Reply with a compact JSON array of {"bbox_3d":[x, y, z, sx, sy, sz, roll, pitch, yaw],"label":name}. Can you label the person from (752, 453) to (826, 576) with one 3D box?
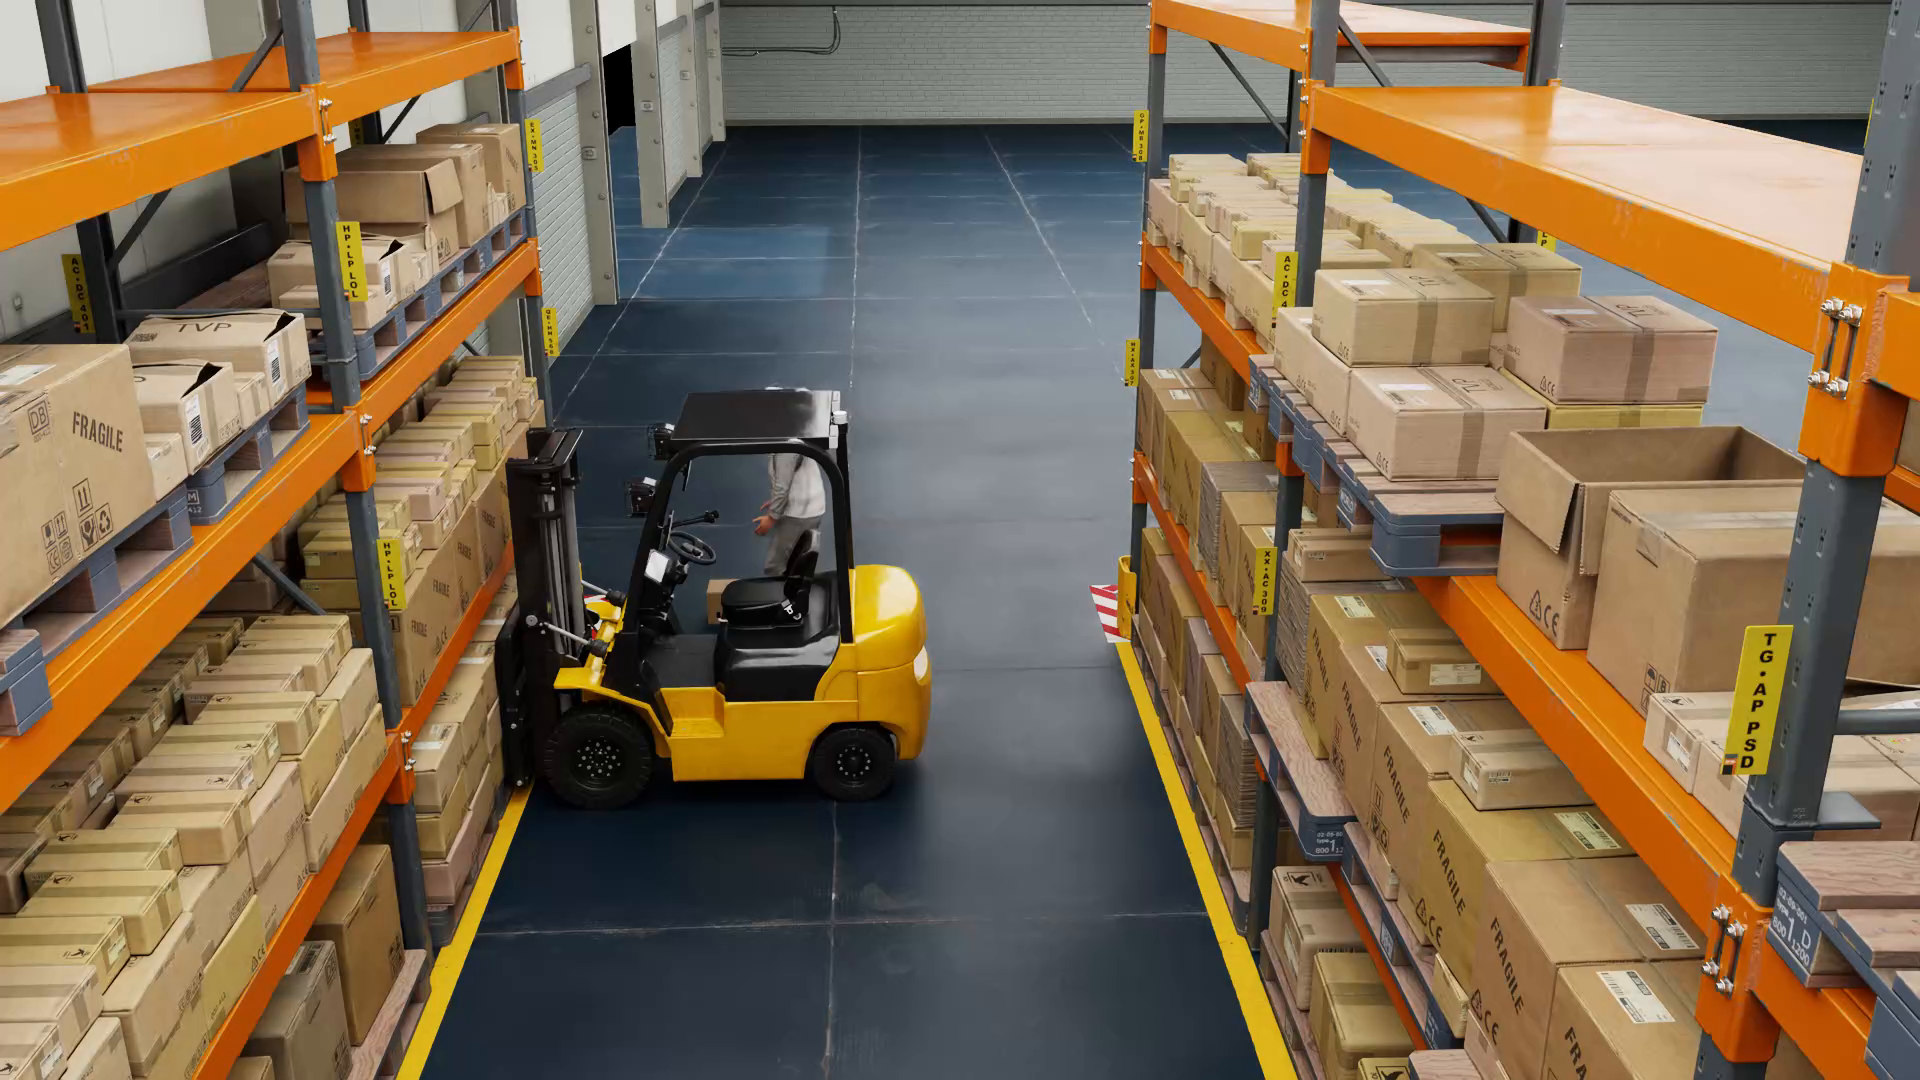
[{"bbox_3d":[-1.231,-0.211,11.780,0.559,1.665,0.574,-1,20,-2],"label":"person"}]
